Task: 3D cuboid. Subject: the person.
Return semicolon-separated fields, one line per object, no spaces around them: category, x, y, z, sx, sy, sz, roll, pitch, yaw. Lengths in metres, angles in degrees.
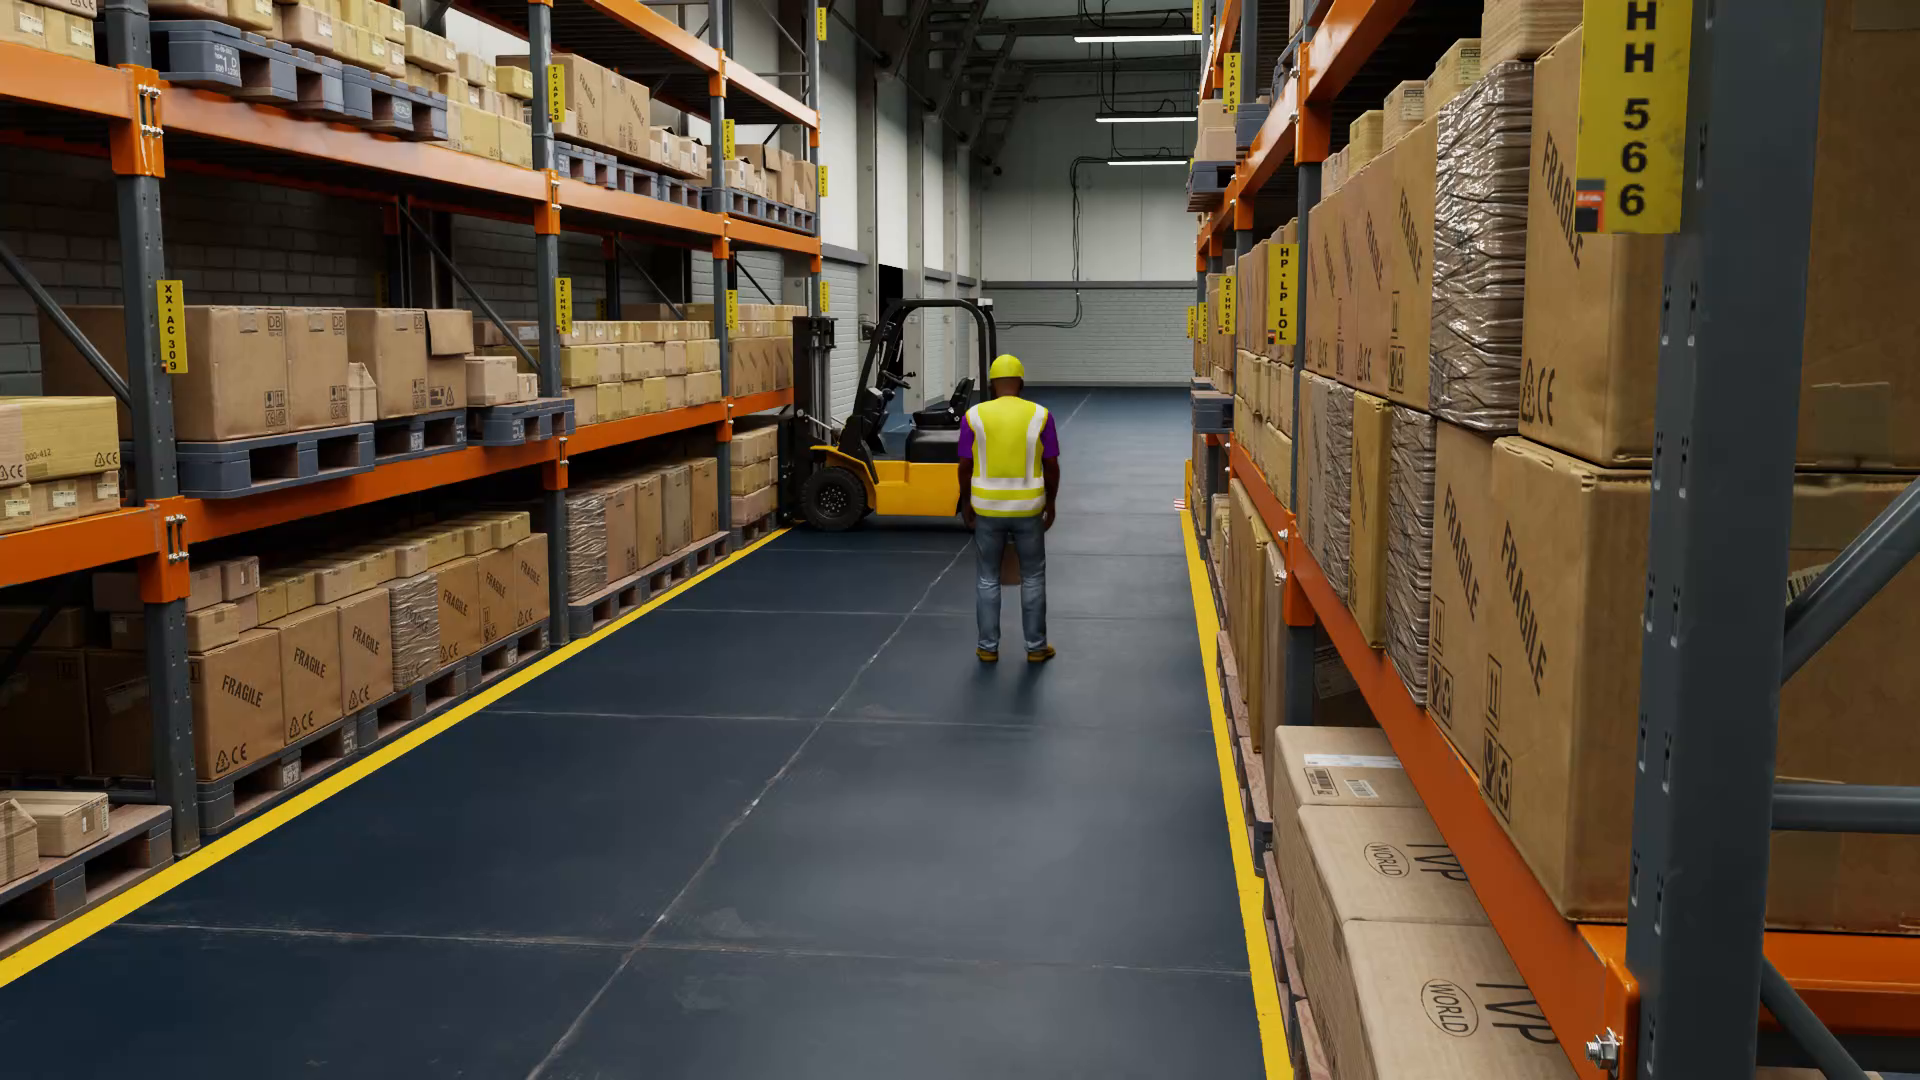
person;0.279;-0.182;9.577;0.589;1.765;0.425;1;8;5
